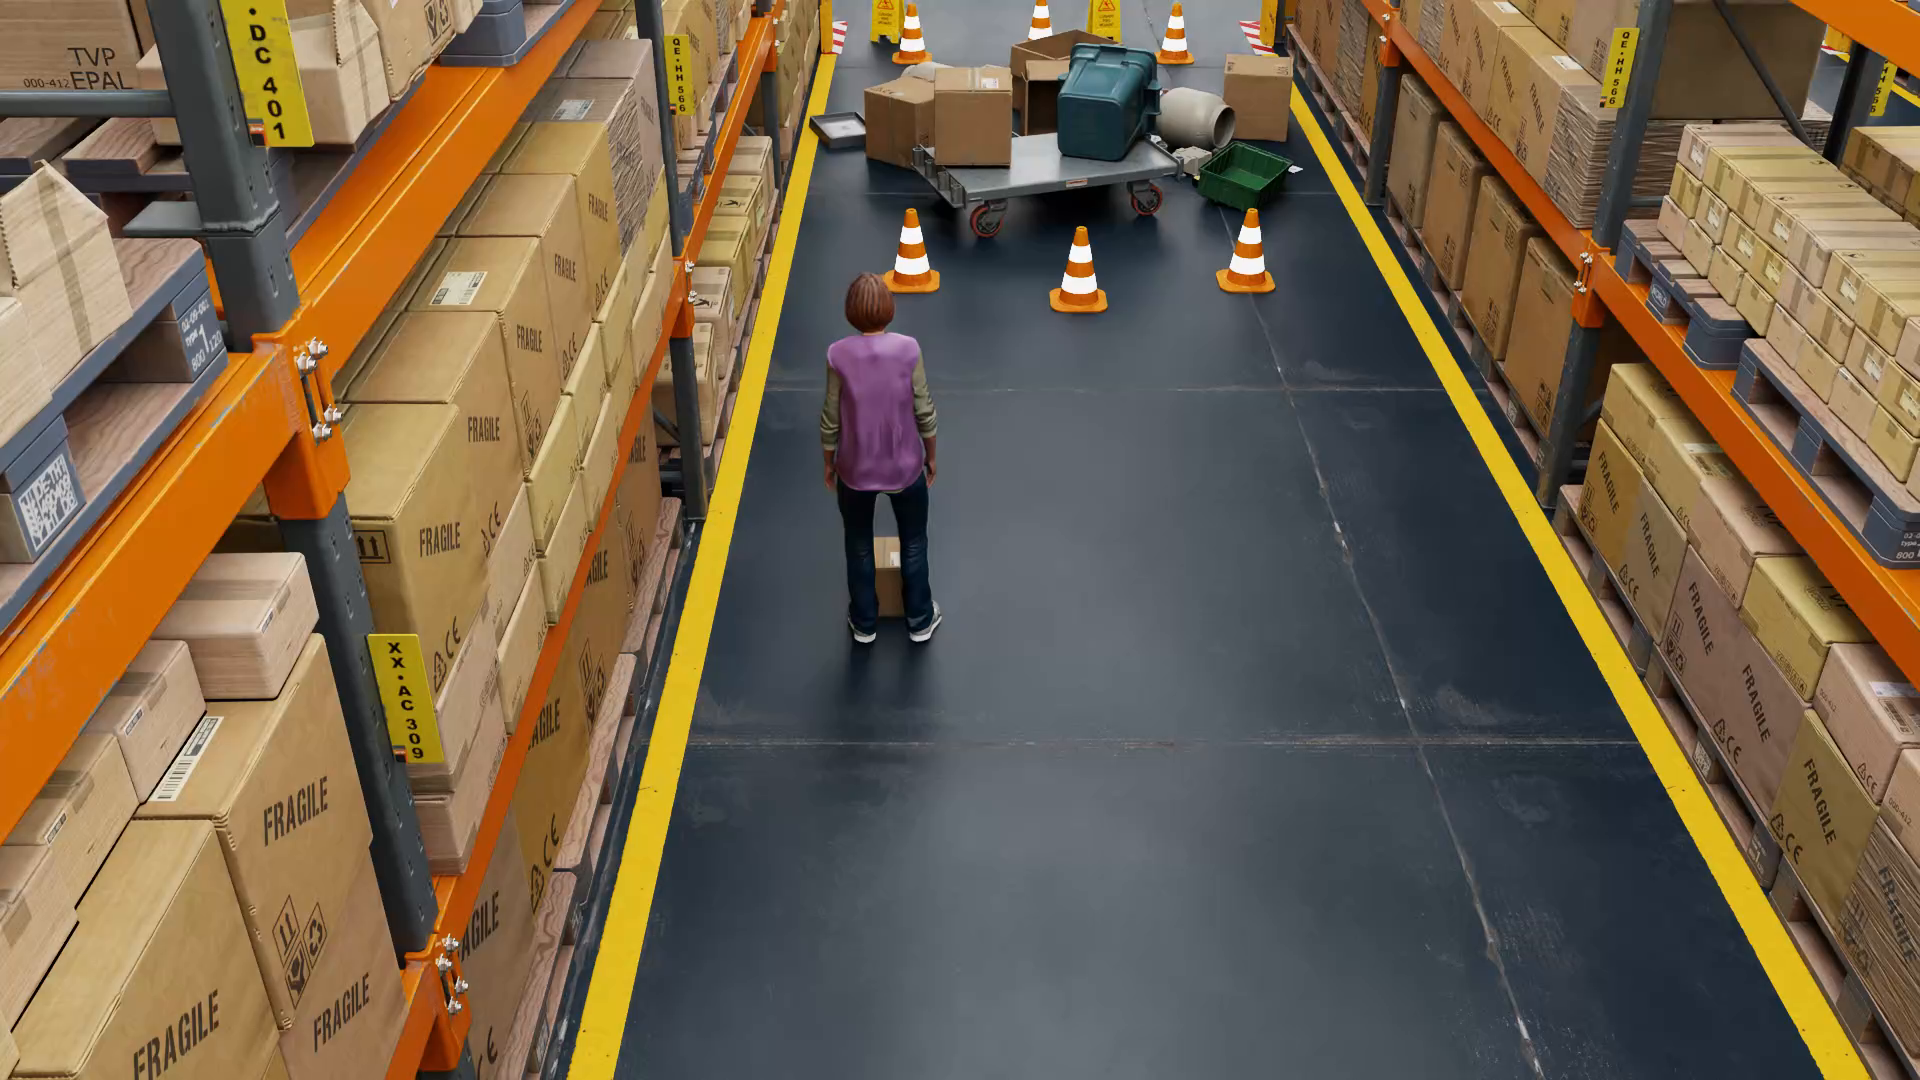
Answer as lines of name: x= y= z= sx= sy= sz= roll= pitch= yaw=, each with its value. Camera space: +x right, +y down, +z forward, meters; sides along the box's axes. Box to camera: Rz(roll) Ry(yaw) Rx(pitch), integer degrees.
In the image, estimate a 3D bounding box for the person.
person: x=-0.313 y=-0.286 z=6.604 sx=0.476 sy=1.592 sz=0.346 roll=-2 pitch=32 yaw=-3
